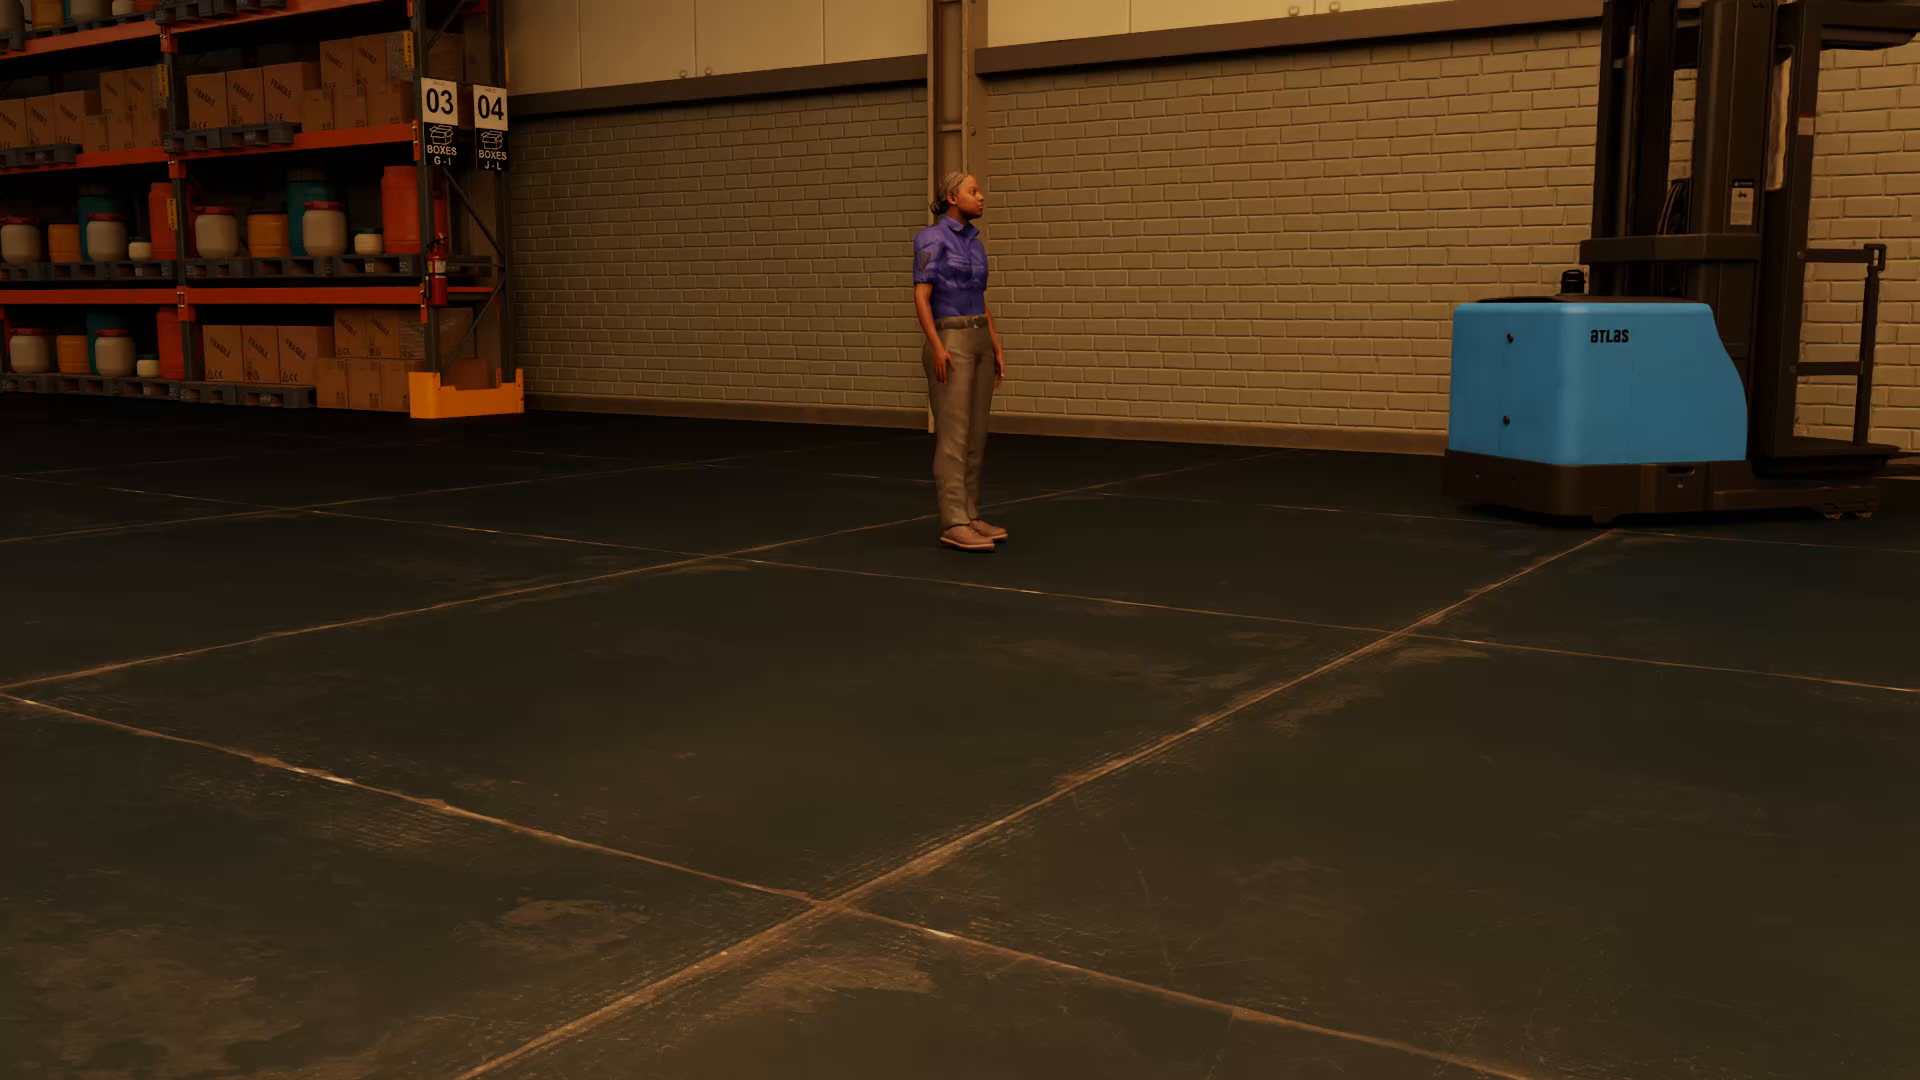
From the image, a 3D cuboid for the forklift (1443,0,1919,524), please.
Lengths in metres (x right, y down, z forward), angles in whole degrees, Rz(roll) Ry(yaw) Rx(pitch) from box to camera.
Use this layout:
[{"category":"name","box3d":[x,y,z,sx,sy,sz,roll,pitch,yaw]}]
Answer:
[{"category":"forklift","box3d":[4.127,-1.622,8.598,3.031,2.935,1.130,-3,8,-17]}]

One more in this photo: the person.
[{"category":"person","box3d":[0.061,-0.816,7.422,0.504,1.654,0.570,5,10,34]}]
